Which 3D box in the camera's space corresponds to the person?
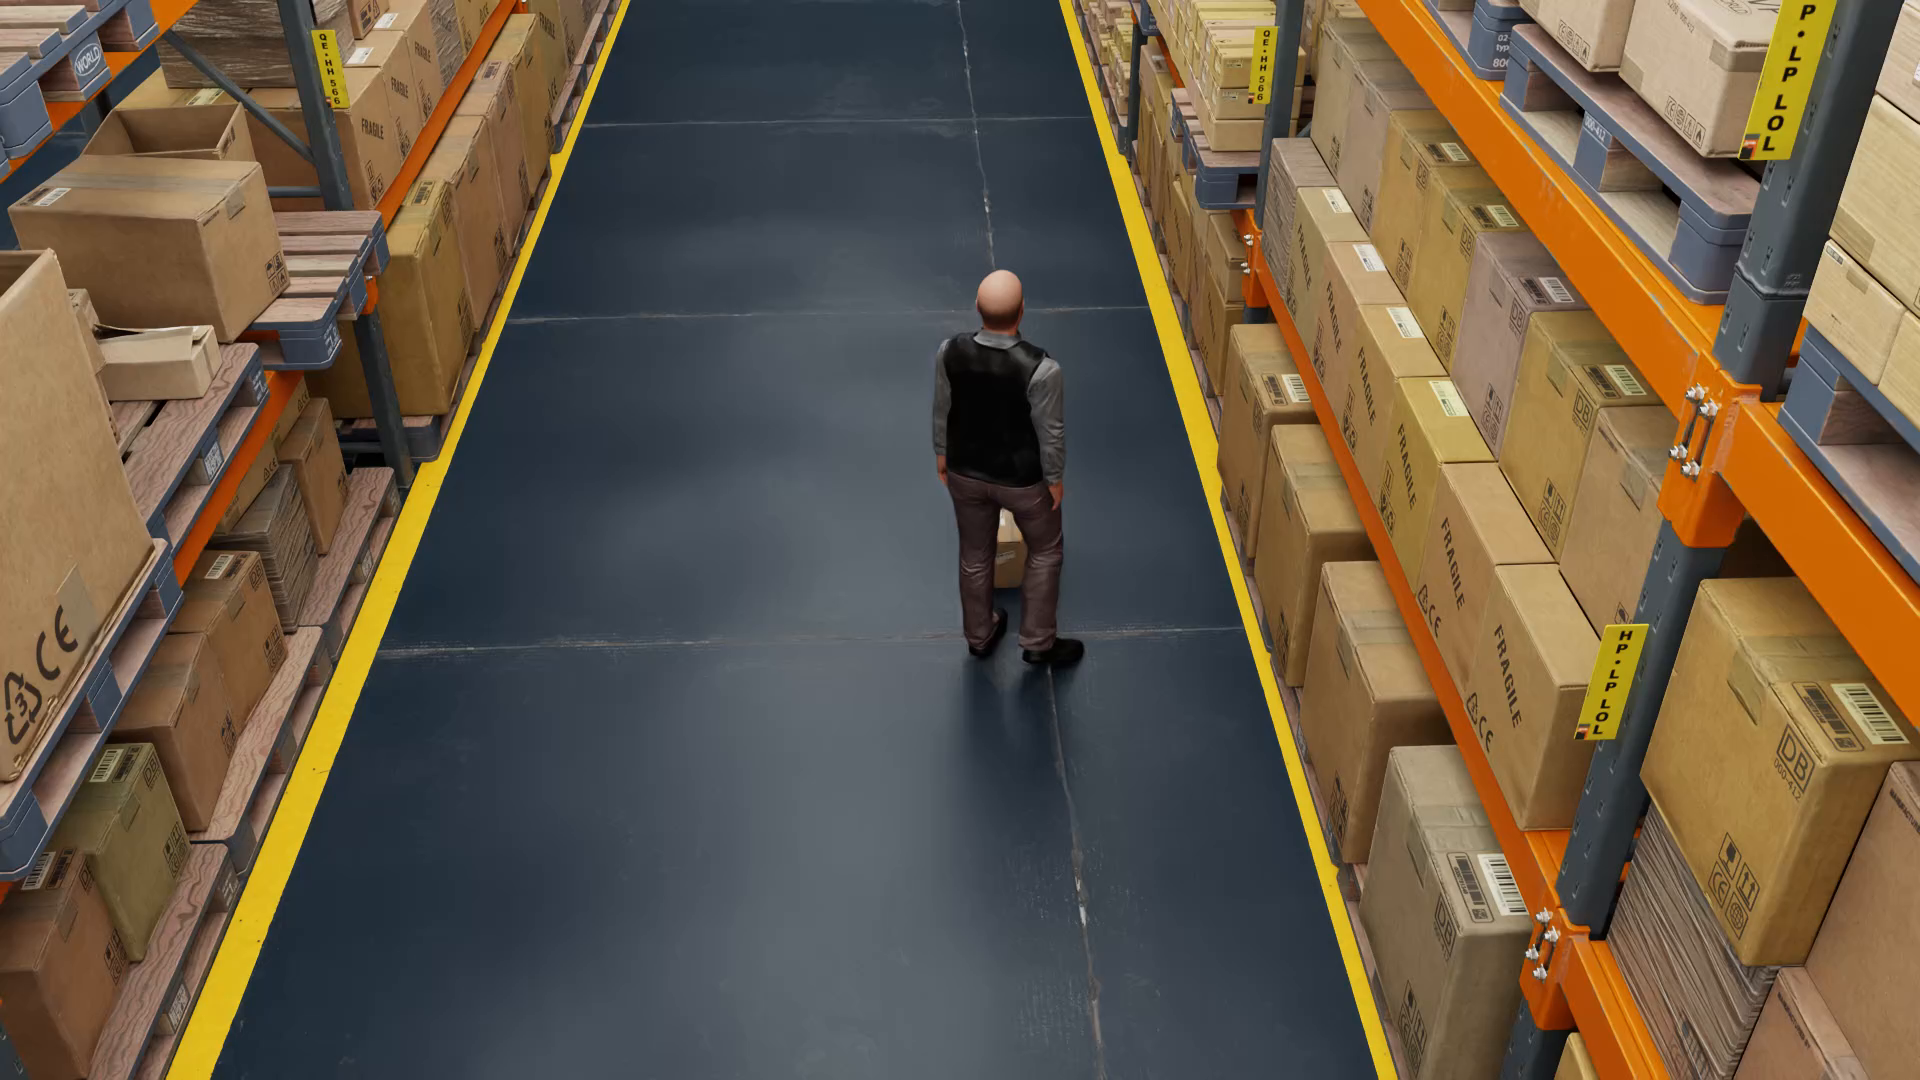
[{"bbox_3d":[0.193,-0.259,6.538,0.647,1.736,0.354,12,37,16],"label":"person"}]
